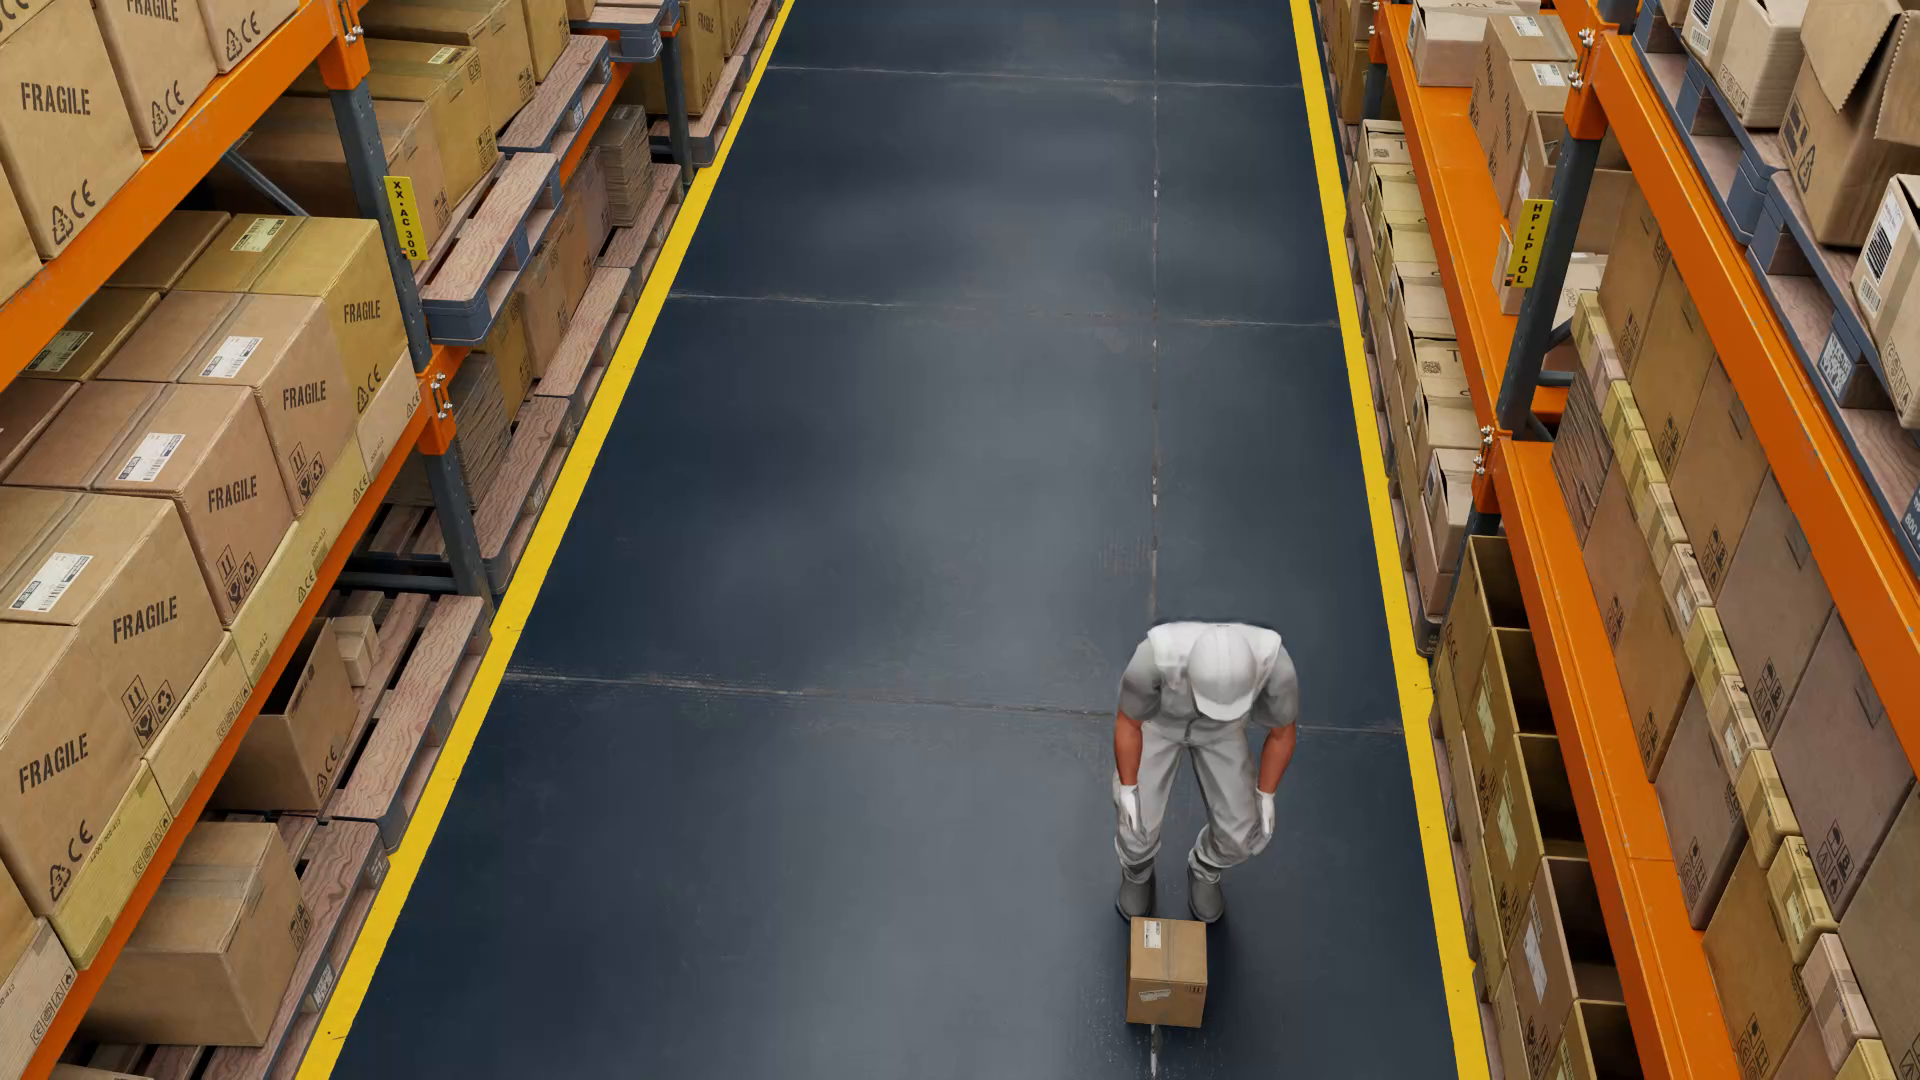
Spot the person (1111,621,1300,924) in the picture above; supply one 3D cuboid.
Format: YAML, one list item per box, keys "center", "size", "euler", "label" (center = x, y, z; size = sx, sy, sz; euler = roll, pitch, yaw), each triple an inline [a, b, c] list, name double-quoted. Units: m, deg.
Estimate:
- center: [0.793, 0.720, 5.496]
  size: [0.581, 1.500, 0.711]
  euler: [3, 40, 4]
  label: "person"
